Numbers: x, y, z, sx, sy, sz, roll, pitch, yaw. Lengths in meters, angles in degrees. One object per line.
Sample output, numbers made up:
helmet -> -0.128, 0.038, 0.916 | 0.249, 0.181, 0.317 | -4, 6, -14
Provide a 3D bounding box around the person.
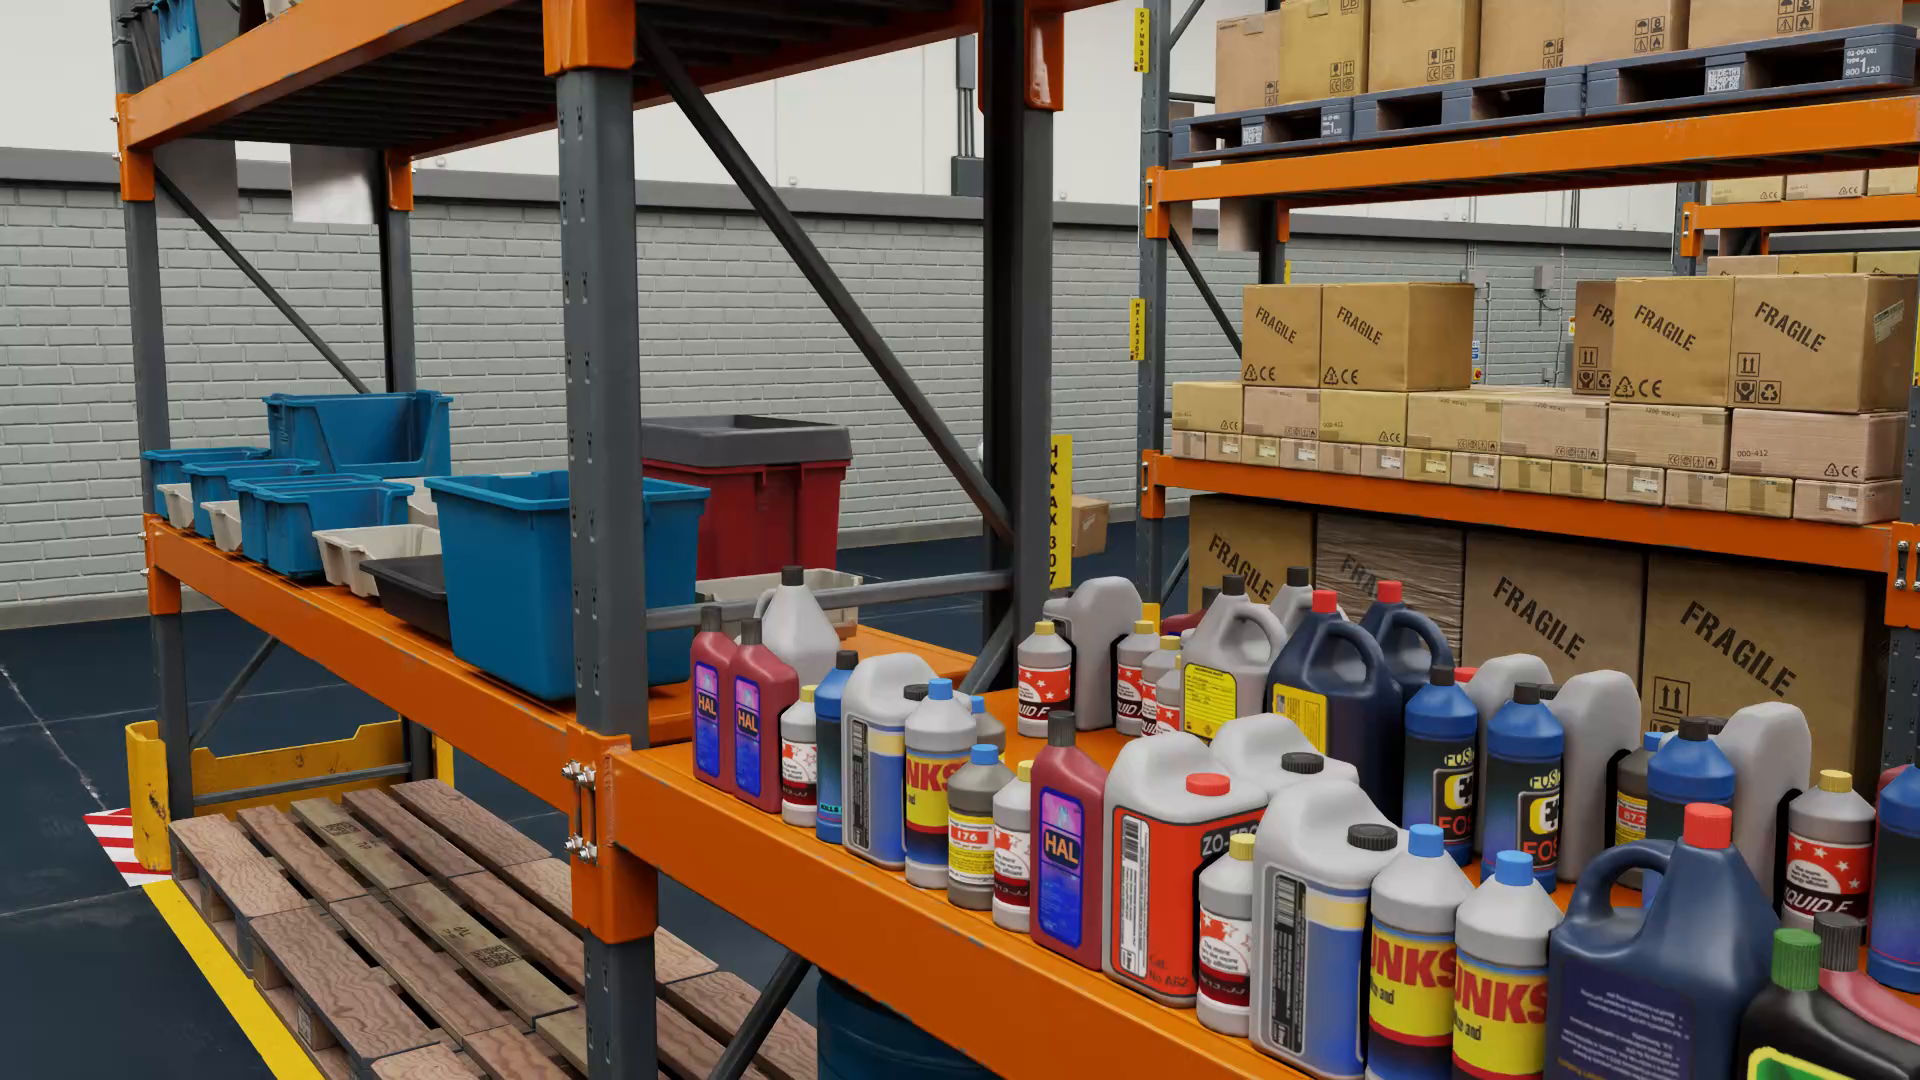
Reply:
person -> 0.417, 0.061, 8.283 | 0.587, 1.761, 0.503 | 6, 10, 39
